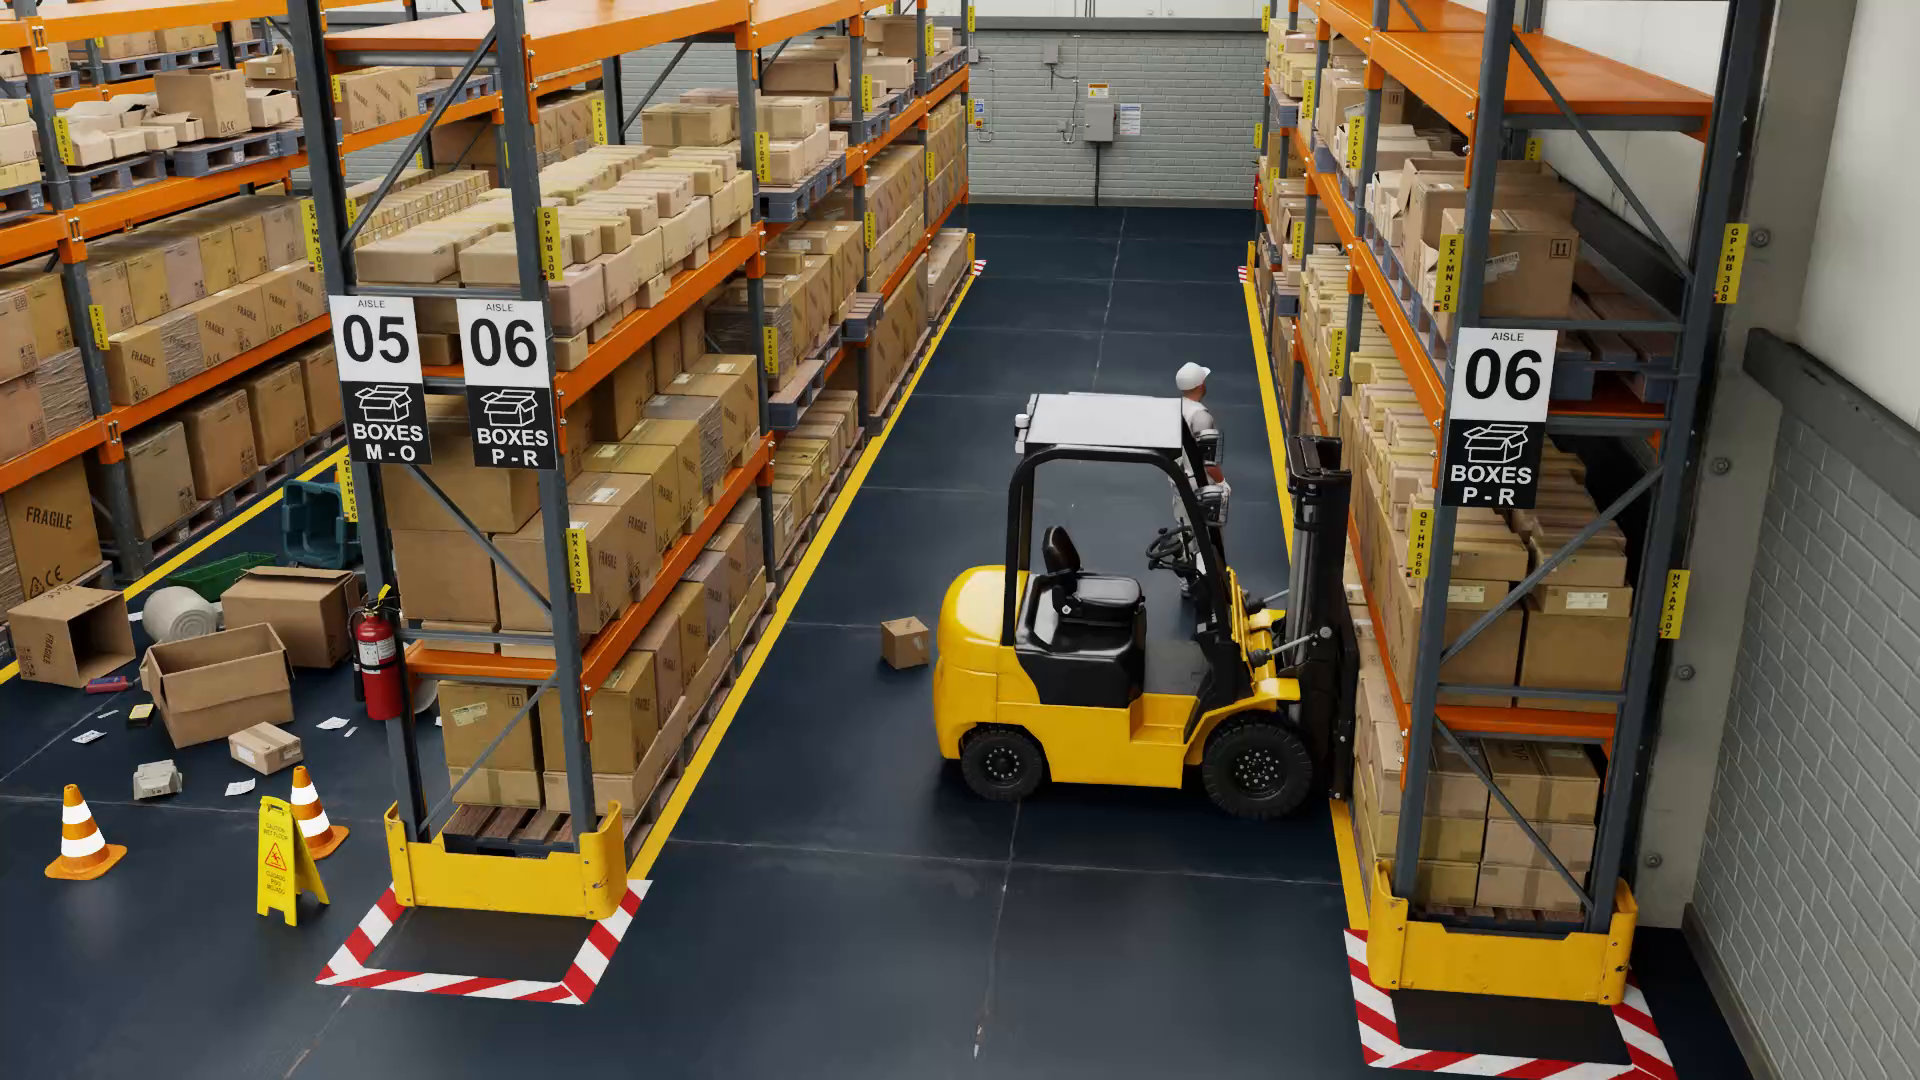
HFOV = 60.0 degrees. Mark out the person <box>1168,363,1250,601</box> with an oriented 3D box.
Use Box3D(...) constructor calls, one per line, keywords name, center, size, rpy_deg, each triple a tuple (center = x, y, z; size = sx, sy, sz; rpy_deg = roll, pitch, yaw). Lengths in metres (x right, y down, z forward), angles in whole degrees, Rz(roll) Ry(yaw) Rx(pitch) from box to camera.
Box3D(name="person", center=(1.784, -0.430, 12.144), size=(0.566, 1.787, 0.637), rpy_deg=(-11, 24, -27))
